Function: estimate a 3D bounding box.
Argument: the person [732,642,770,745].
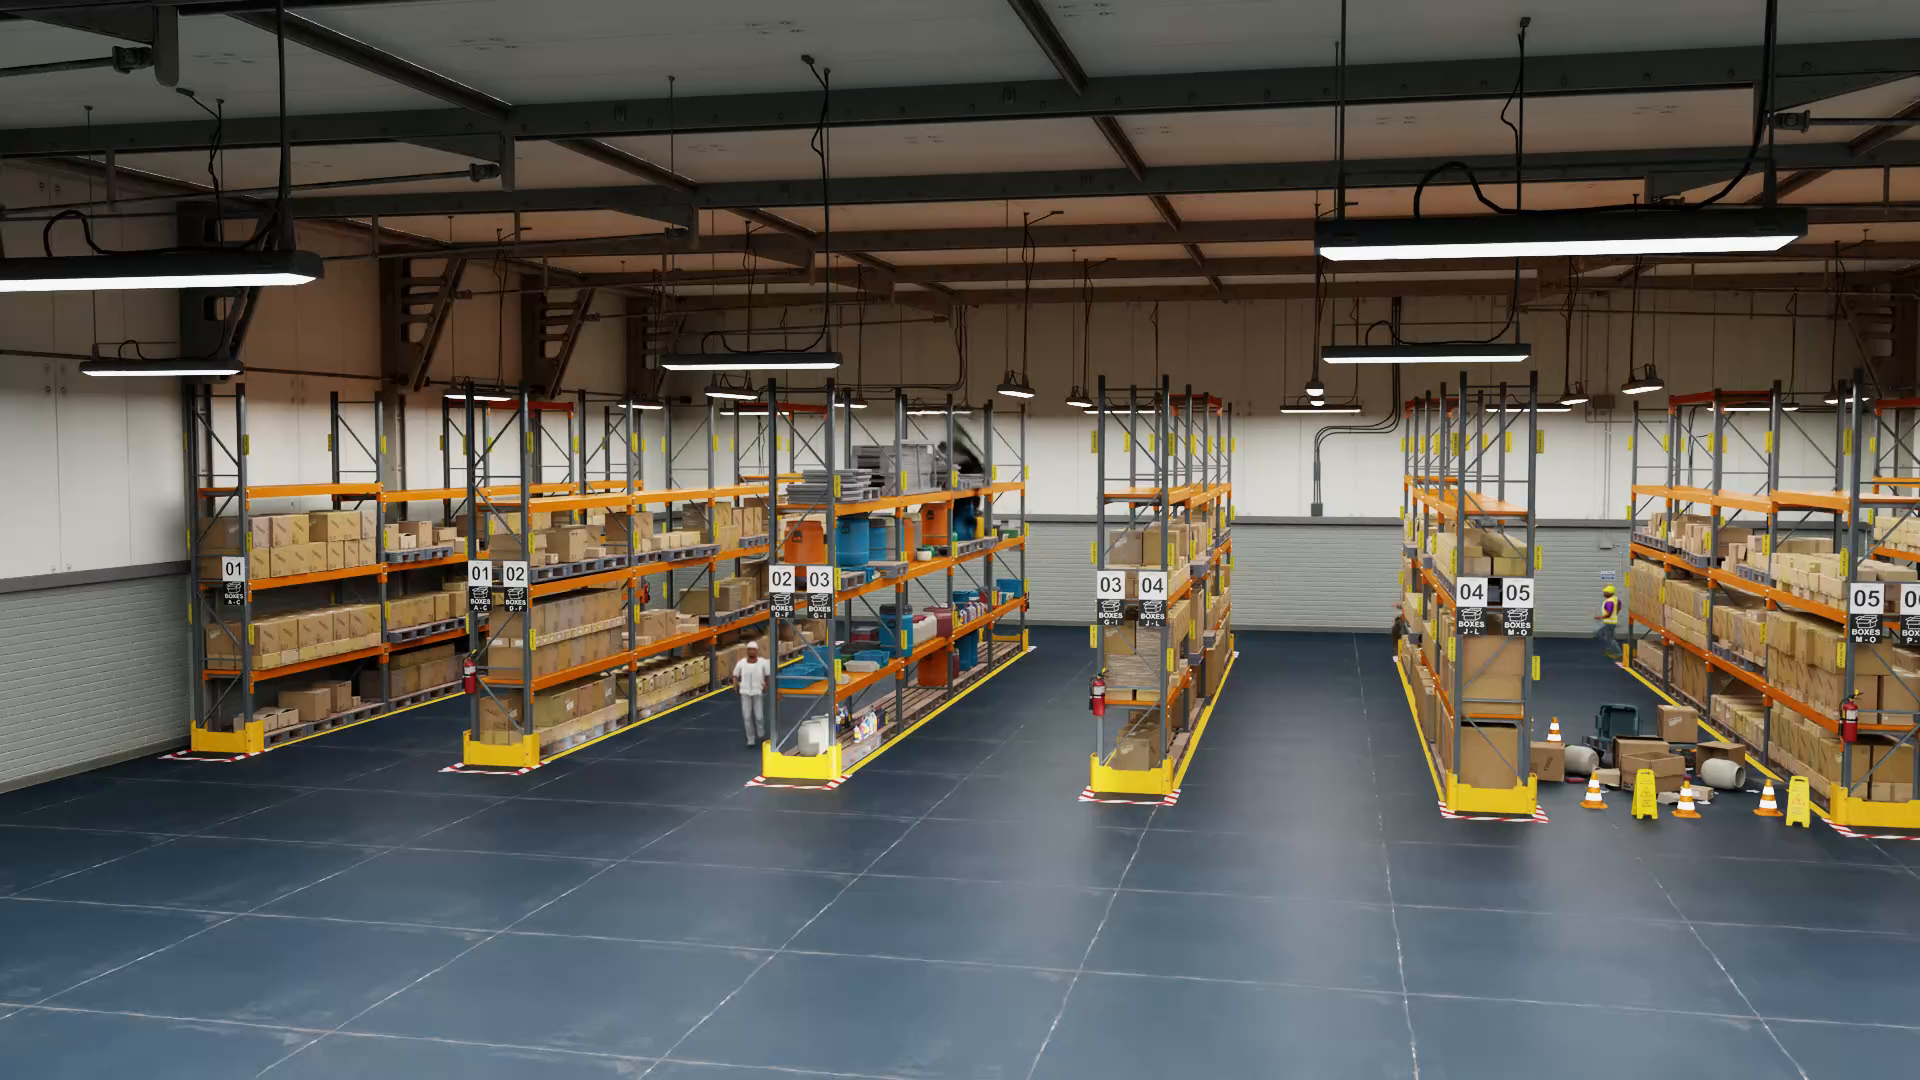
[{"bbox_3d":[-3.471,2.554,27.797,0.697,1.714,0.609,0,3,0],"label":"person"}]

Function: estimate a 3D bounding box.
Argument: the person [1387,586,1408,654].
[{"bbox_3d":[10.562,1.870,39.548,0.763,1.788,0.706,1,3,14],"label":"person"}]

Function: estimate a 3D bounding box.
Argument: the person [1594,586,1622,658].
[{"bbox_3d":[15.155,1.922,38.878,0.650,1.727,0.727,1,3,21],"label":"person"}]
